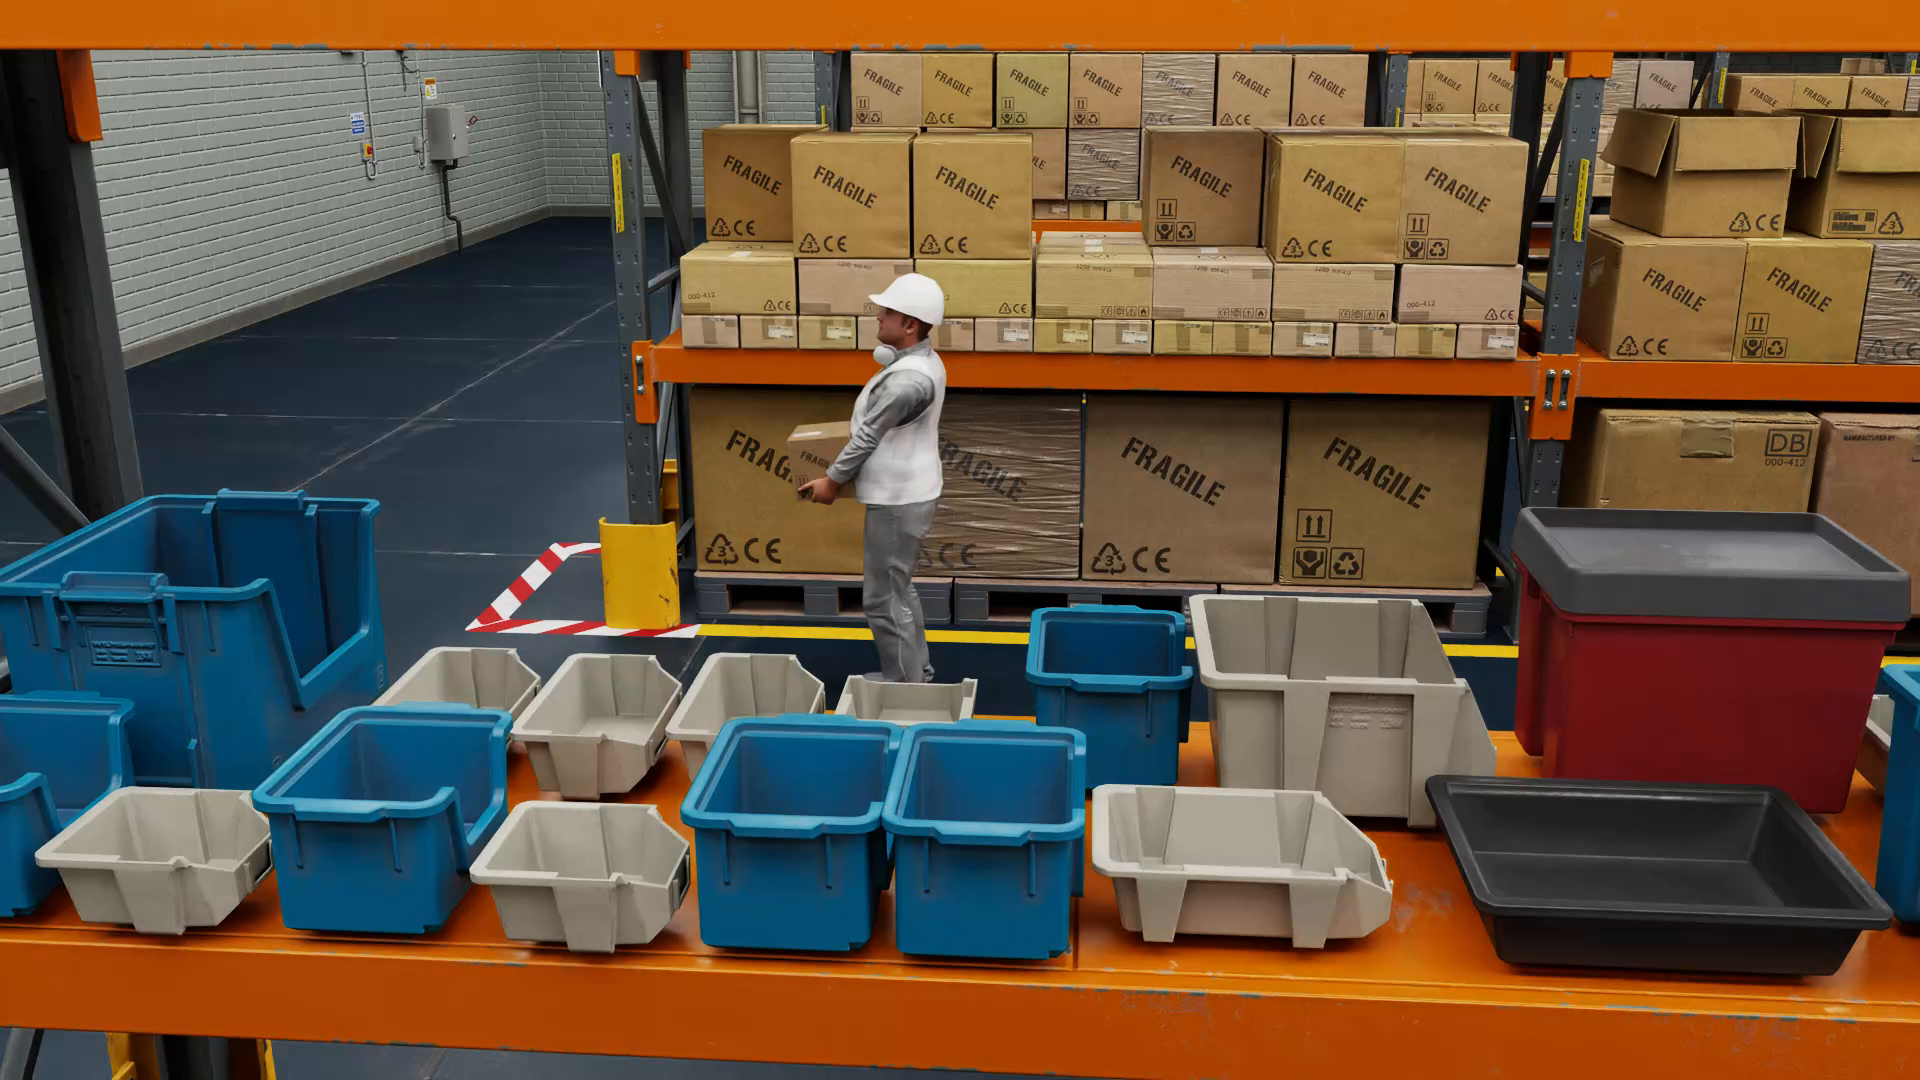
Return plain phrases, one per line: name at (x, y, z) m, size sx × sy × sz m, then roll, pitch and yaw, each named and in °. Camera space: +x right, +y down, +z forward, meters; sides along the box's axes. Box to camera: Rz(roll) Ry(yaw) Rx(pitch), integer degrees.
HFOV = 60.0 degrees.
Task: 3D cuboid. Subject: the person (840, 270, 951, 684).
person at (-0.245, -0.175, 6.556) m, size 0.425 × 1.777 × 0.558 m, roll 1°, pitch 17°, yaw 3°
